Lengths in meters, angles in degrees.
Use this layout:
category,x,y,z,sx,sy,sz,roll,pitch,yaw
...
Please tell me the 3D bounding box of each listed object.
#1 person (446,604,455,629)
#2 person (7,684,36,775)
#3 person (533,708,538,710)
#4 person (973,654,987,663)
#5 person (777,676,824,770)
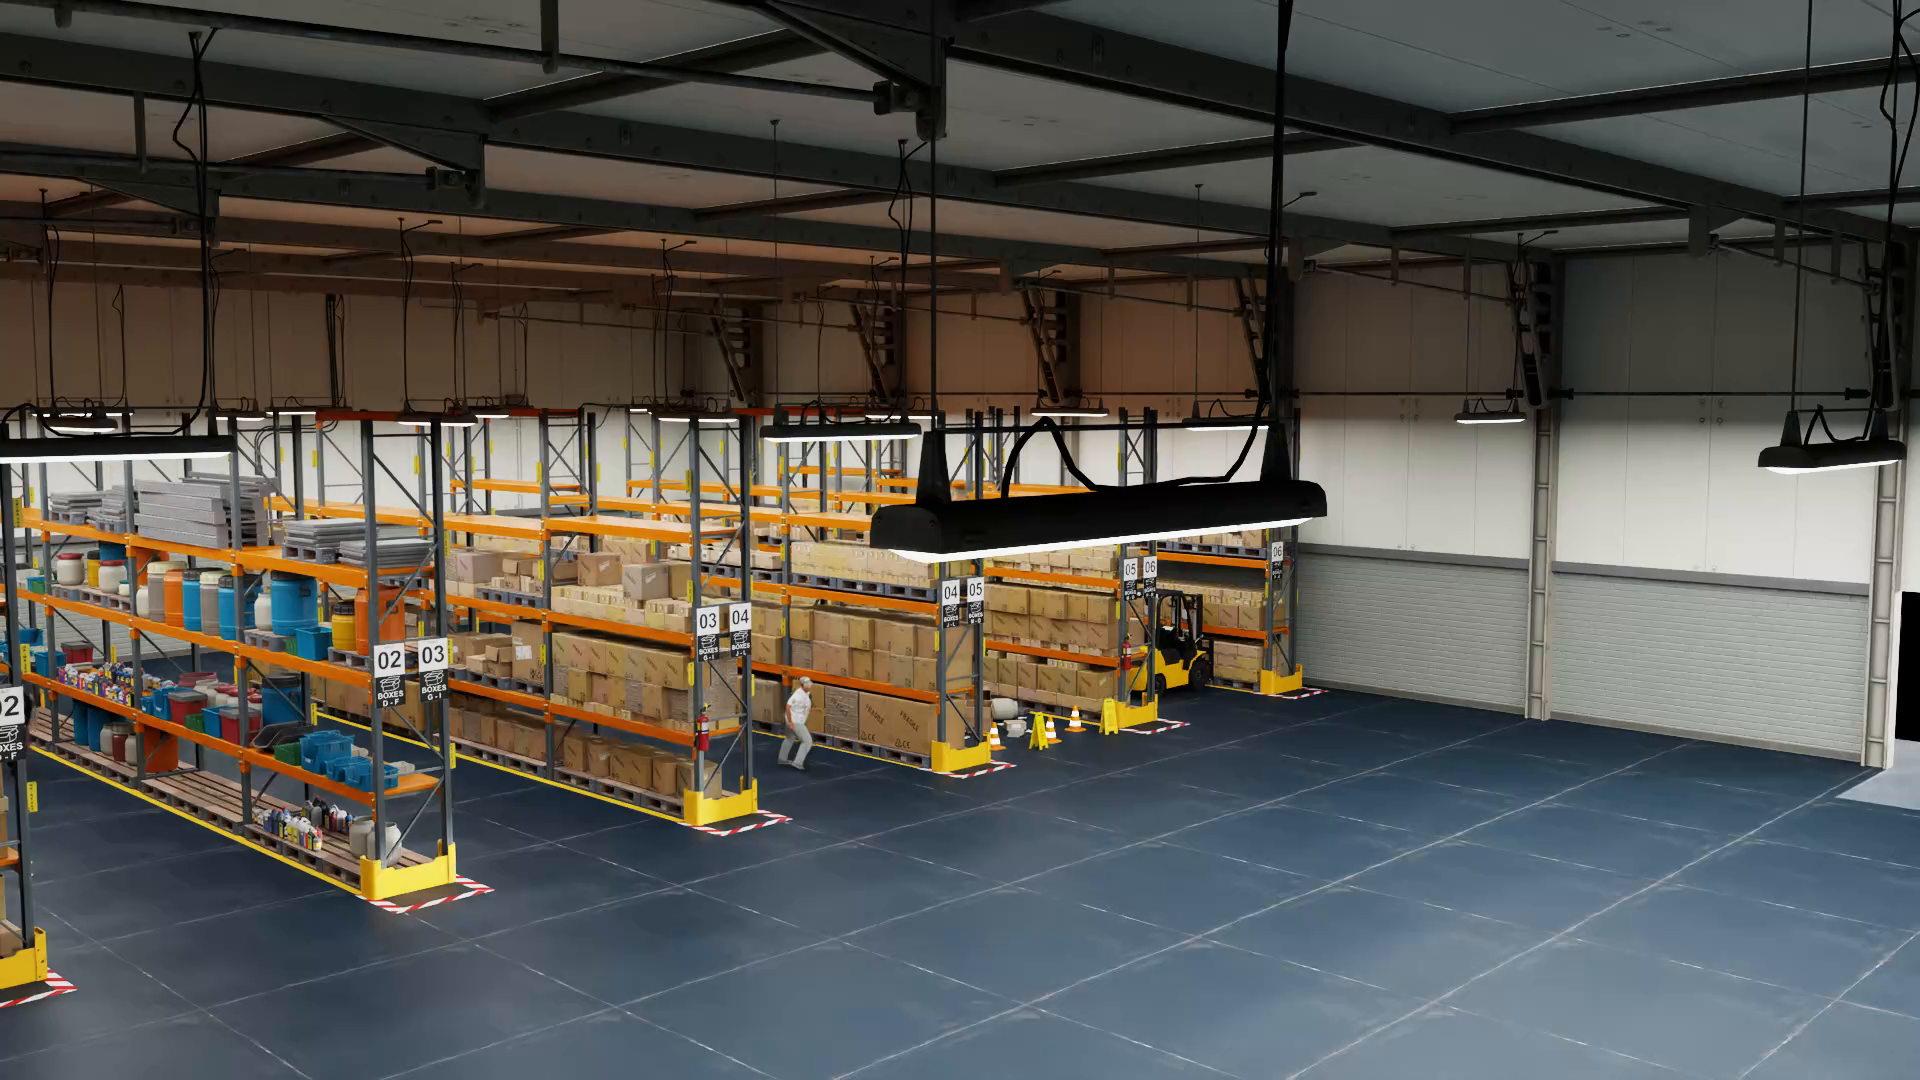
category,x,y,z,sx,sy,sz,roll,pitch,yaw
person,-11.496,2.239,36.763,0.657,1.712,0.713,-5,7,-42
person,-15.635,3.111,27.534,0.840,1.577,0.688,2,6,26
person,-8.439,2.554,33.225,0.641,1.679,0.628,5,7,42
person,0.381,2.234,37.421,0.885,1.595,0.739,4,6,35
person,-2.696,3.092,28.094,0.800,1.640,0.631,0,5,-4
